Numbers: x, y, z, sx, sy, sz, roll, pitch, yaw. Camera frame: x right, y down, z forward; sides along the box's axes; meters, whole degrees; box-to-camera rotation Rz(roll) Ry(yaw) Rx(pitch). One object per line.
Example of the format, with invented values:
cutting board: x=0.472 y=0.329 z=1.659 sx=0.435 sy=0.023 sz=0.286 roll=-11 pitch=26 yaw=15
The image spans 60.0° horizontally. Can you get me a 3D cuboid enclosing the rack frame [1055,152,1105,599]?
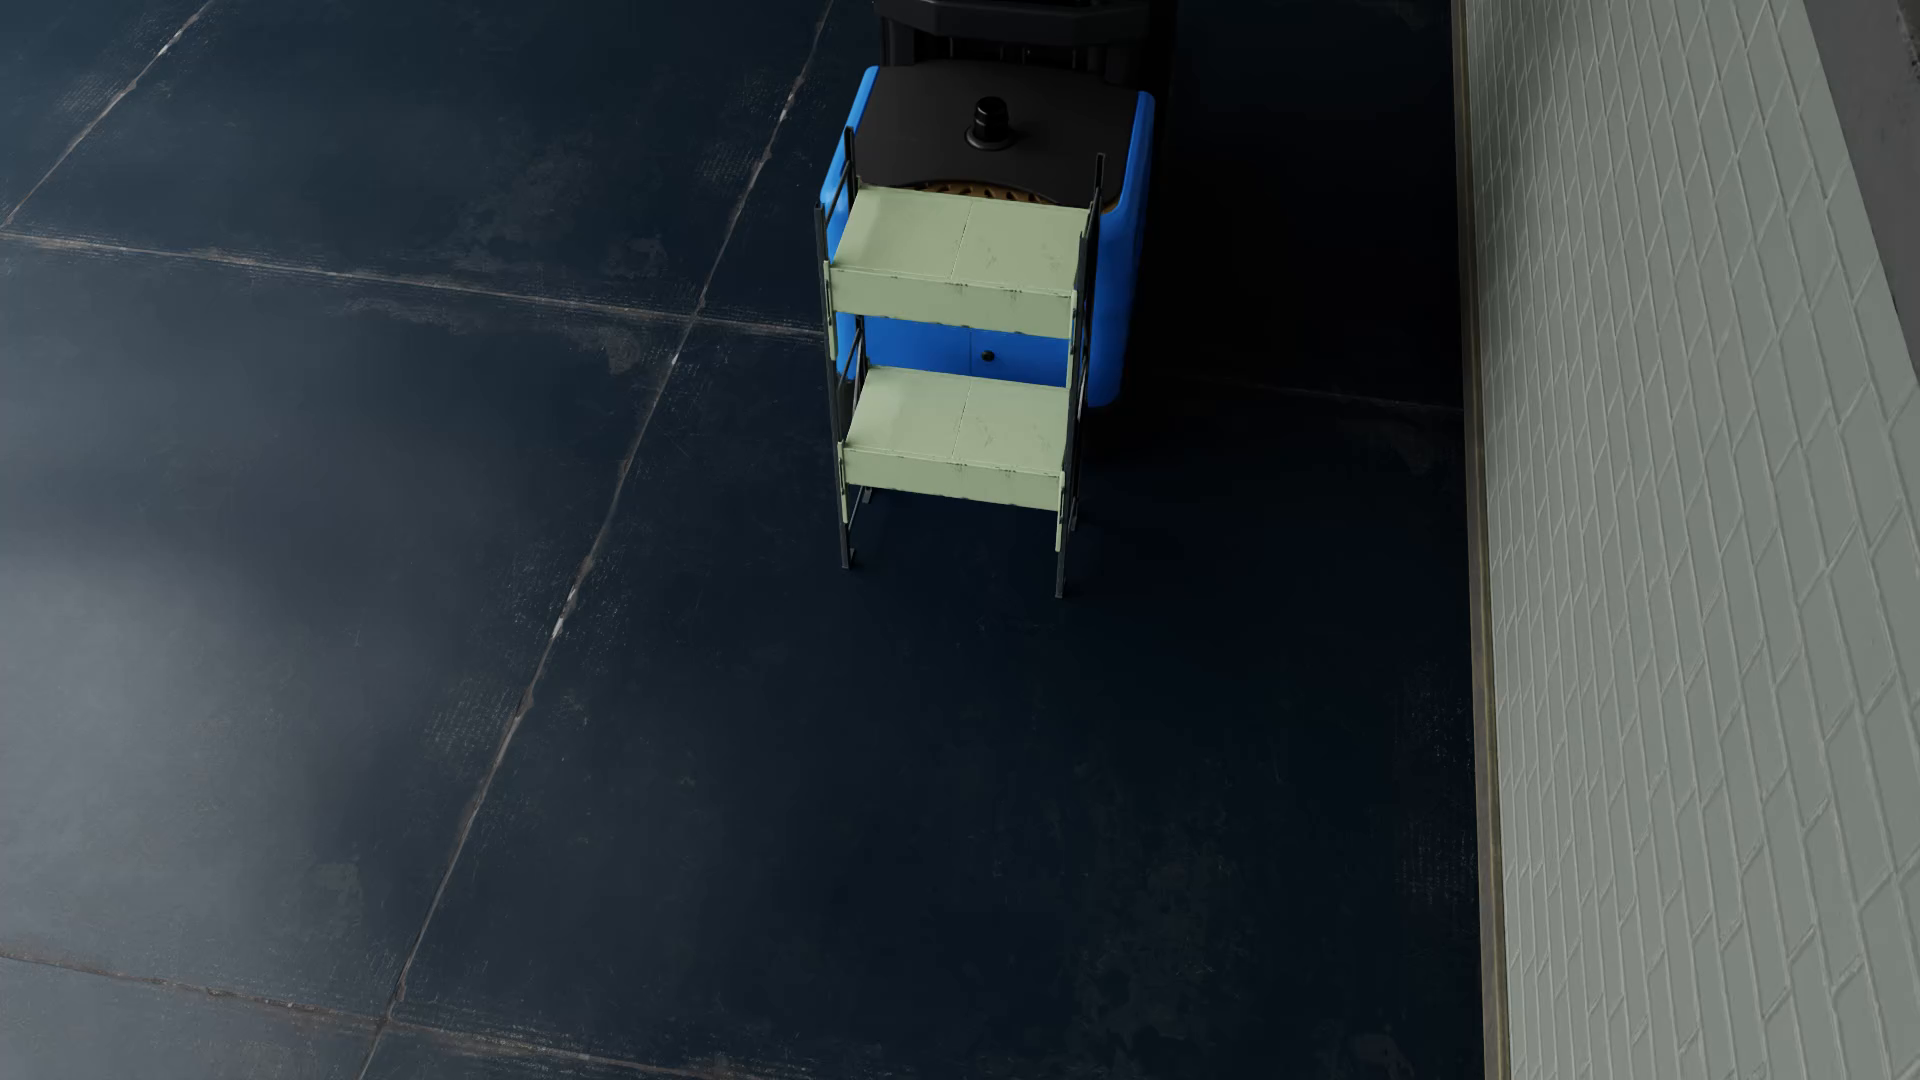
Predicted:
rack frame: x=0.367 y=-0.452 z=5.148 sx=0.023 sy=1.500 sz=0.400 roll=8 pitch=49 yaw=7

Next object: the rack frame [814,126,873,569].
rack frame: x=-0.354 y=-0.549 z=5.235 sx=0.023 sy=1.500 sz=0.400 roll=8 pitch=49 yaw=7

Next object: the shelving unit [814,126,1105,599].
shelving unit: x=0.007 y=-0.500 z=5.191 sx=0.755 sy=1.500 sz=0.431 roll=8 pitch=49 yaw=7

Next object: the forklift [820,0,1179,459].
forklift: x=0.286 y=-2.382 z=5.920 sx=1.130 sy=2.935 sz=3.031 roll=7 pitch=48 yaw=6

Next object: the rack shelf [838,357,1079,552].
rack shelf: x=0.007 y=-0.283 z=5.434 sx=0.720 sy=0.370 sz=0.431 roll=8 pitch=49 yaw=7

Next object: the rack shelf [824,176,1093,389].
rack shelf: x=0.007 y=-0.761 z=4.901 sx=0.720 sy=0.370 sz=0.431 roll=8 pitch=49 yaw=7
